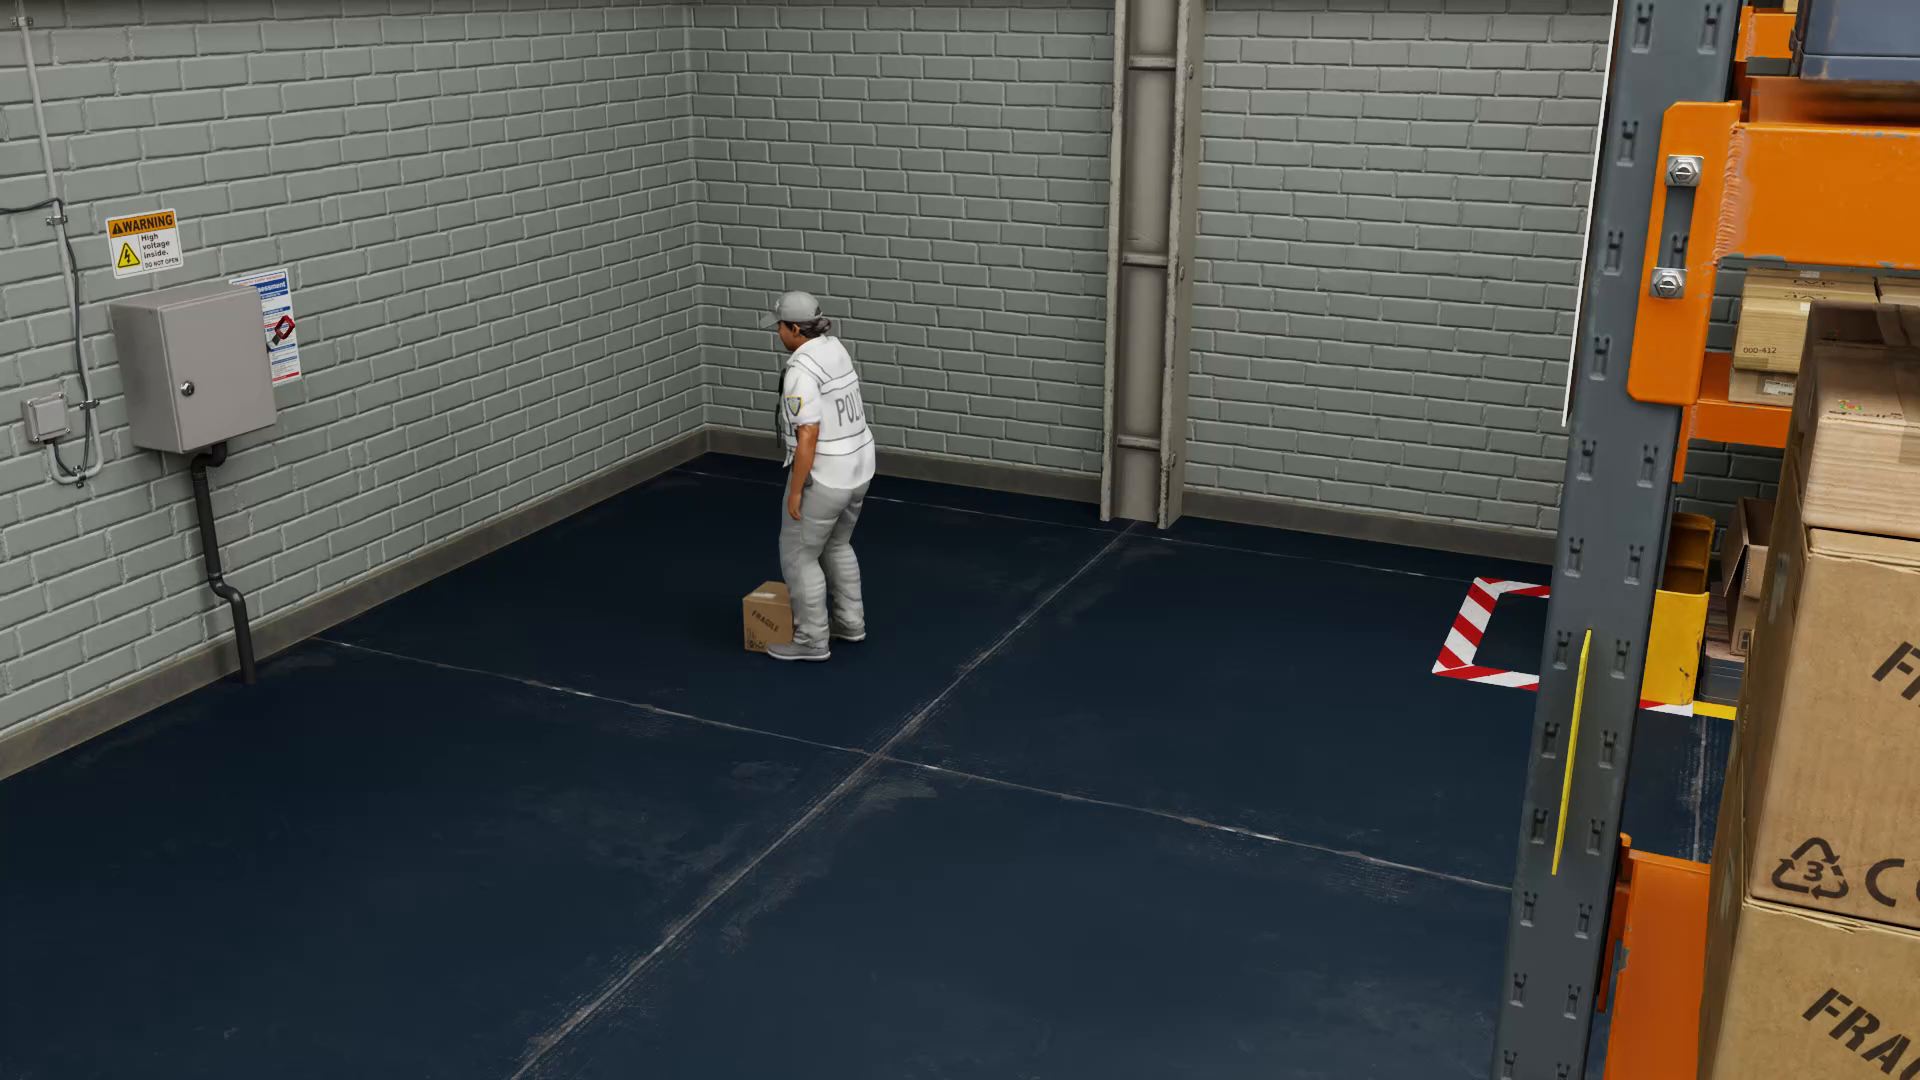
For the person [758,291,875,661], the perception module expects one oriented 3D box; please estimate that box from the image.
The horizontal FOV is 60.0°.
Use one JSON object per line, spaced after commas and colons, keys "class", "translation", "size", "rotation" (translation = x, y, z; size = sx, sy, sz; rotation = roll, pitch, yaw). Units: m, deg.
{"class": "person", "translation": [-0.628, -0.280, 7.363], "size": [0.469, 1.664, 0.550], "rotation": [7, 20, 20]}
